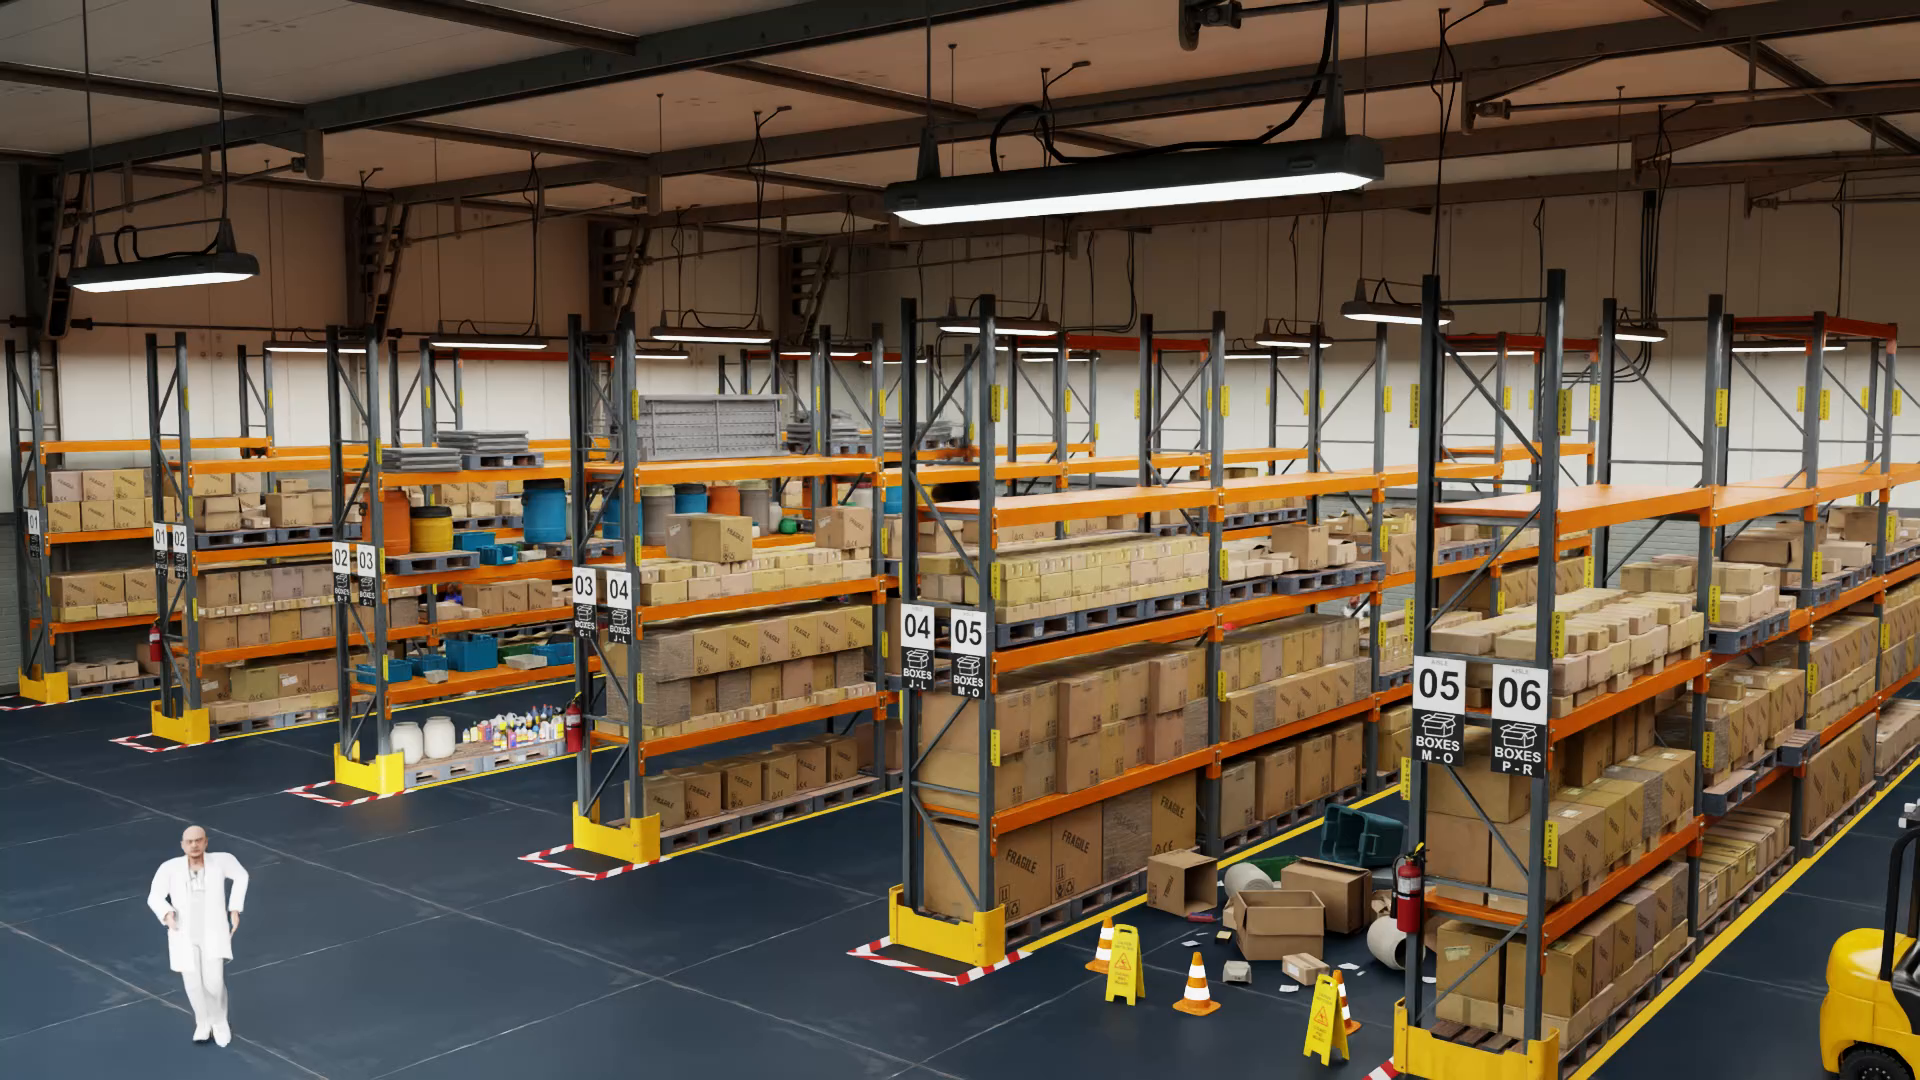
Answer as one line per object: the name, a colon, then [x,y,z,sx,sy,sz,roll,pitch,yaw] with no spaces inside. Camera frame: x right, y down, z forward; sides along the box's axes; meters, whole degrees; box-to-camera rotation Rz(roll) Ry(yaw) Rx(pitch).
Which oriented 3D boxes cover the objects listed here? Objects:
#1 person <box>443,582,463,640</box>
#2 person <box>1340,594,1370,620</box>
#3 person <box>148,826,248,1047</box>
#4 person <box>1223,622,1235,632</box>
person: [-9.221,1.597,30.230,0.570,1.679,0.850,4,6,38]
person: [6.918,1.698,29.089,0.681,1.710,0.628,3,6,29]
person: [-5.974,3.124,13.047,0.703,1.781,0.732,-2,5,-18]
person: [3.863,2.046,24.118,0.651,1.755,0.889,2,6,25]
